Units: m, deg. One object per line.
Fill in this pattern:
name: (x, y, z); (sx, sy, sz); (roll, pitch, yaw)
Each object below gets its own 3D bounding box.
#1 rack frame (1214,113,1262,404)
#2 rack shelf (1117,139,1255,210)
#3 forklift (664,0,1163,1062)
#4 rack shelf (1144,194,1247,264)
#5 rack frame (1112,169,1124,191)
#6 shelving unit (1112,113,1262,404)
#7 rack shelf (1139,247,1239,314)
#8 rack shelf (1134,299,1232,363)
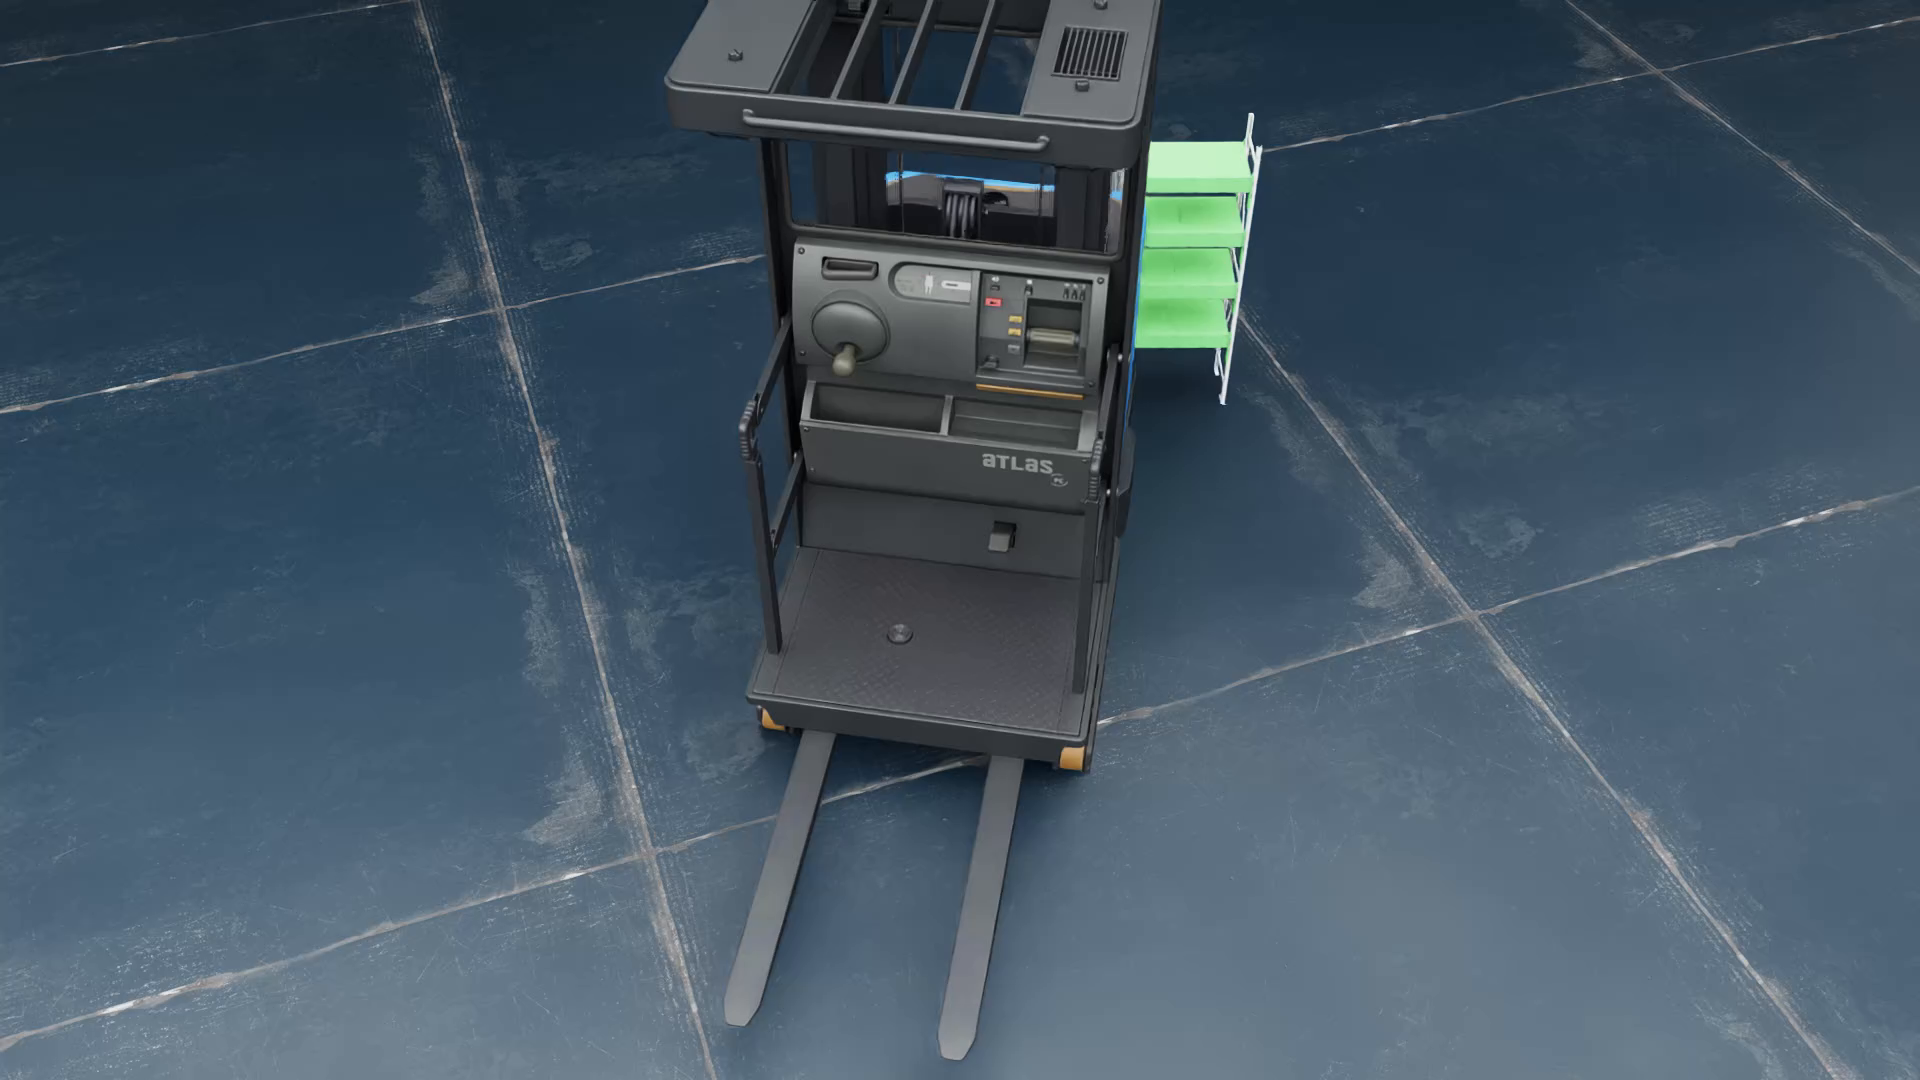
rack frame: (1.073, -1.063, 6.462); (0.015, 1.200, 0.240); (0, 45, 0)
rack shelf: (0.829, -1.355, 6.166); (0.480, 0.148, 0.258); (0, 45, 0)
forklift: (-0.068, -0.557, 4.735); (1.130, 2.935, 3.031); (7, 46, 7)
rack shelf: (0.829, -1.186, 6.336); (0.480, 0.148, 0.258); (0, 45, 0)
rack frame: (0.585, -1.060, 6.460); (0.015, 1.200, 0.240); (0, 45, 0)
shelving unit: (0.829, -1.062, 6.461); (0.503, 1.200, 0.258); (0, 45, 0)
rack shelf: (0.829, -1.017, 6.506); (0.480, 0.148, 0.258); (0, 45, 0)
rack shelf: (0.829, -0.847, 6.676); (0.480, 0.148, 0.258); (0, 45, 0)
